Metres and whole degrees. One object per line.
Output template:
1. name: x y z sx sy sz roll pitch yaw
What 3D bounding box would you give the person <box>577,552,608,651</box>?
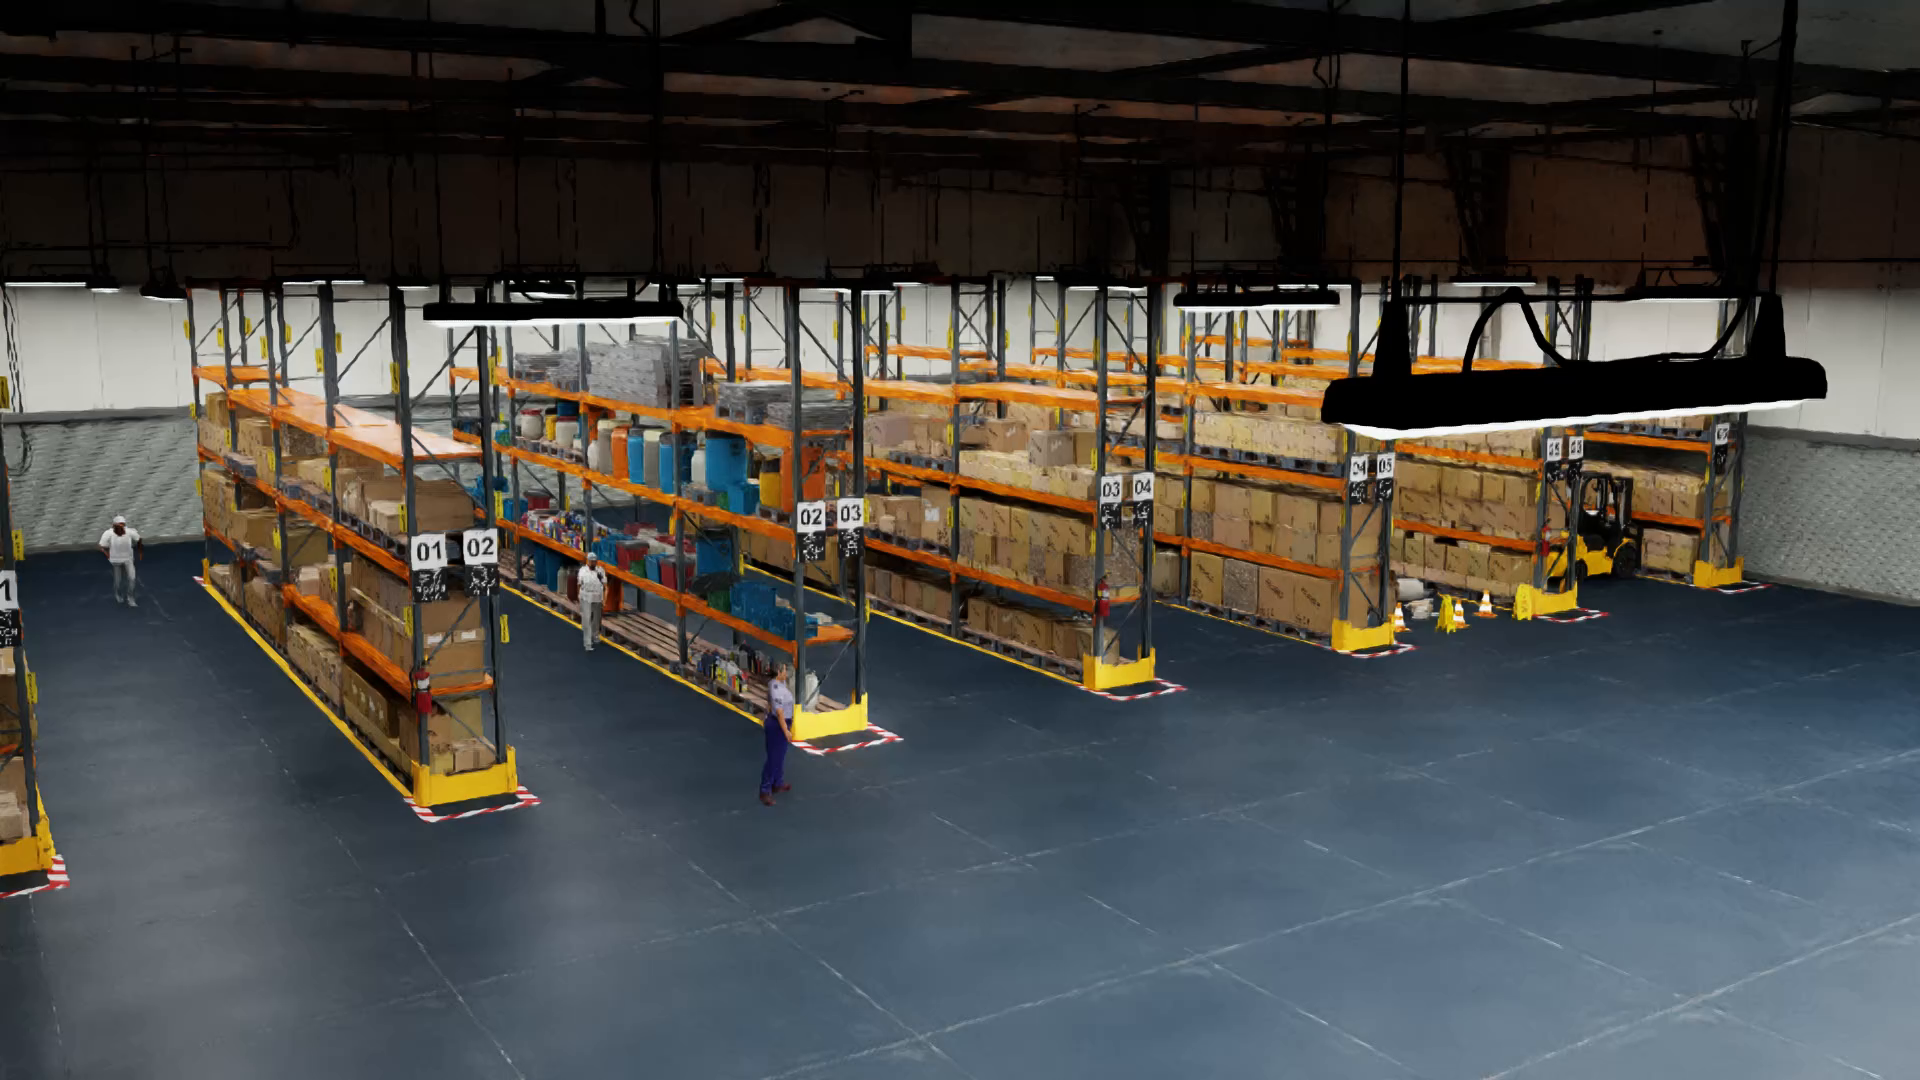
1. person: -6.026 0.975 27.330 0.478 1.596 0.996 -4 10 -23

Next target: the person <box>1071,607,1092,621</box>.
1. person: 2.113 0.631 27.945 0.566 1.529 0.518 -7 12 -35

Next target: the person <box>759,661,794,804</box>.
1. person: -2.181 2.247 19.707 0.433 1.648 0.672 -1 10 -8

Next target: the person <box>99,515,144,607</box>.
1. person: -15.477 0.364 30.719 0.734 1.697 0.856 -5 11 -27
